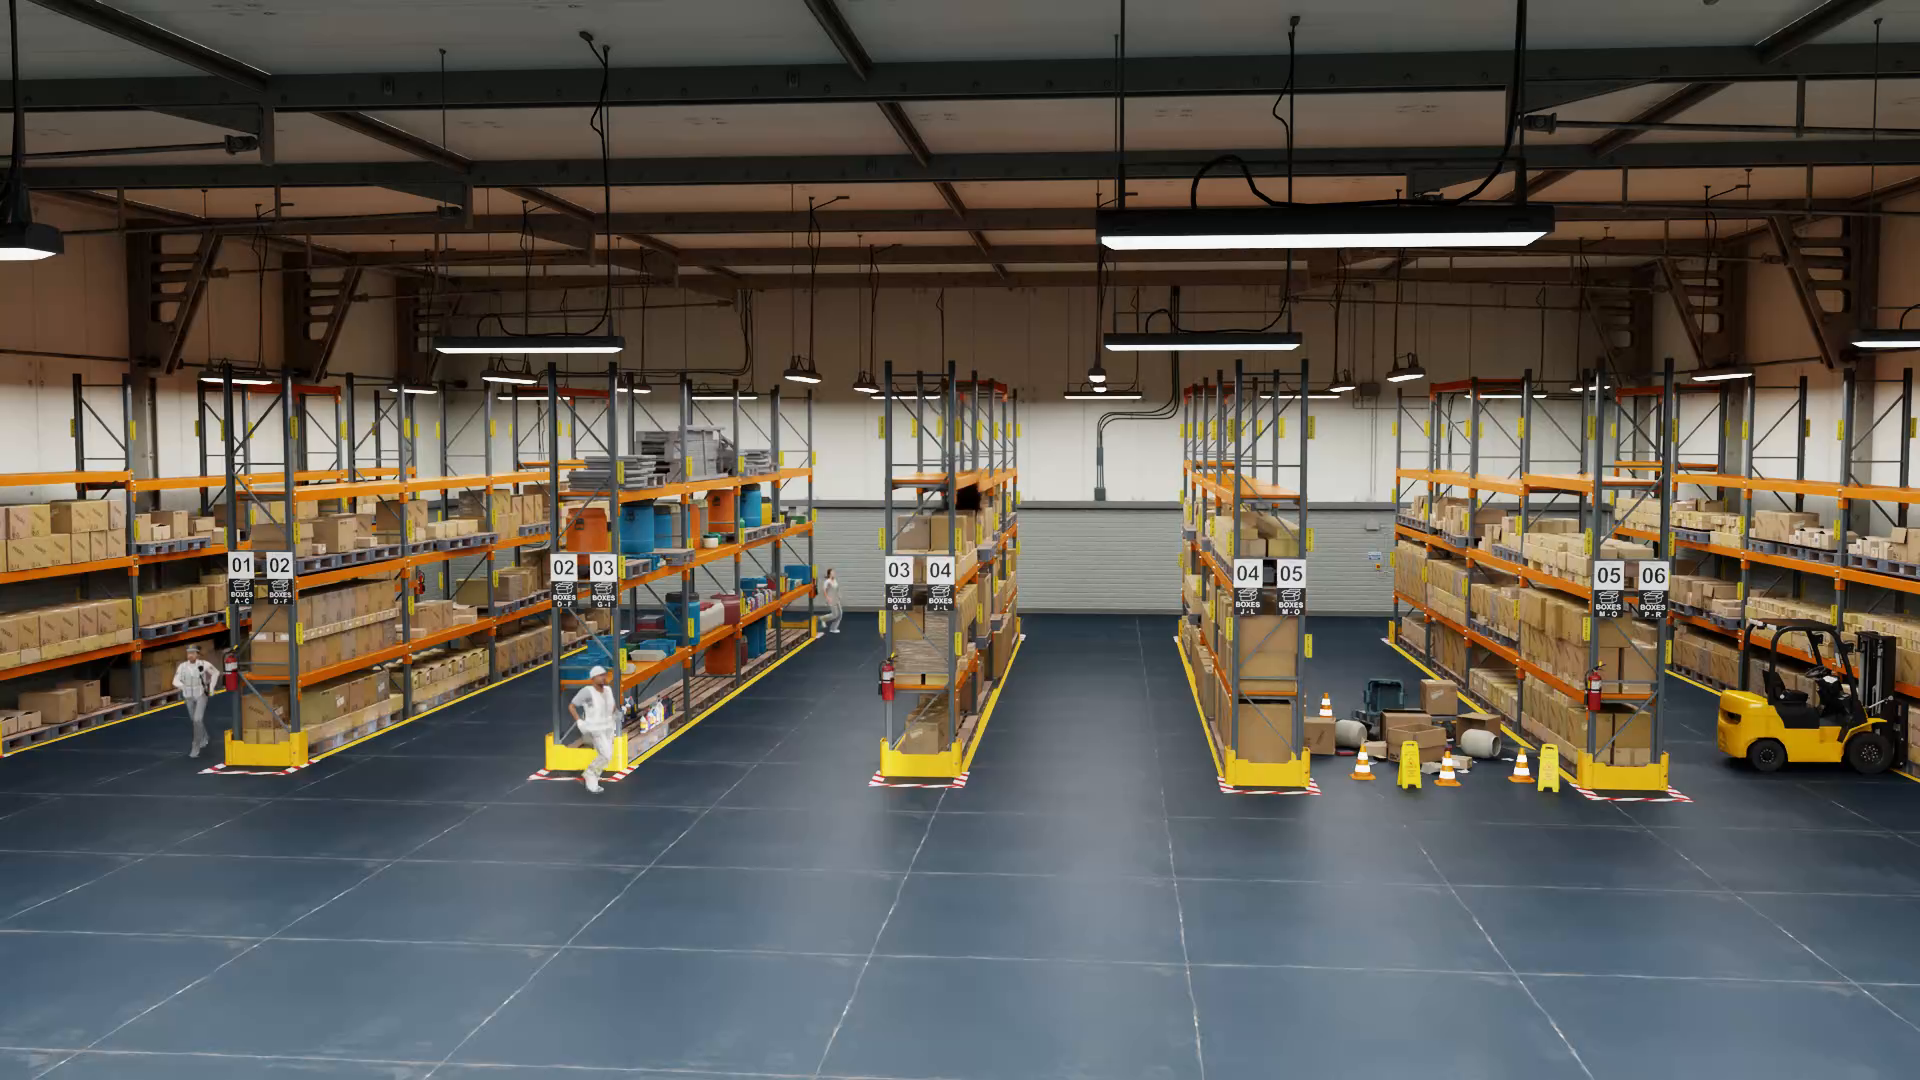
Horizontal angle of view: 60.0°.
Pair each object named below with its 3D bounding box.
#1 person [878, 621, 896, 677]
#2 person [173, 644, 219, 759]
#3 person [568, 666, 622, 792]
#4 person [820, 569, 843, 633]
[{"bbox_3d":[-1.298,2.072,32.776,0.615,1.624,1.003,0,4,6],"label":"person"},{"bbox_3d":[-11.831,2.465,25.714,0.587,1.744,0.749,0,4,-3],"label":"person"},{"bbox_3d":[-4.936,2.613,22.885,0.630,1.746,0.673,2,4,30],"label":"person"},{"bbox_3d":[-3.206,1.501,41.166,0.562,1.601,0.603,2,4,27],"label":"person"}]
